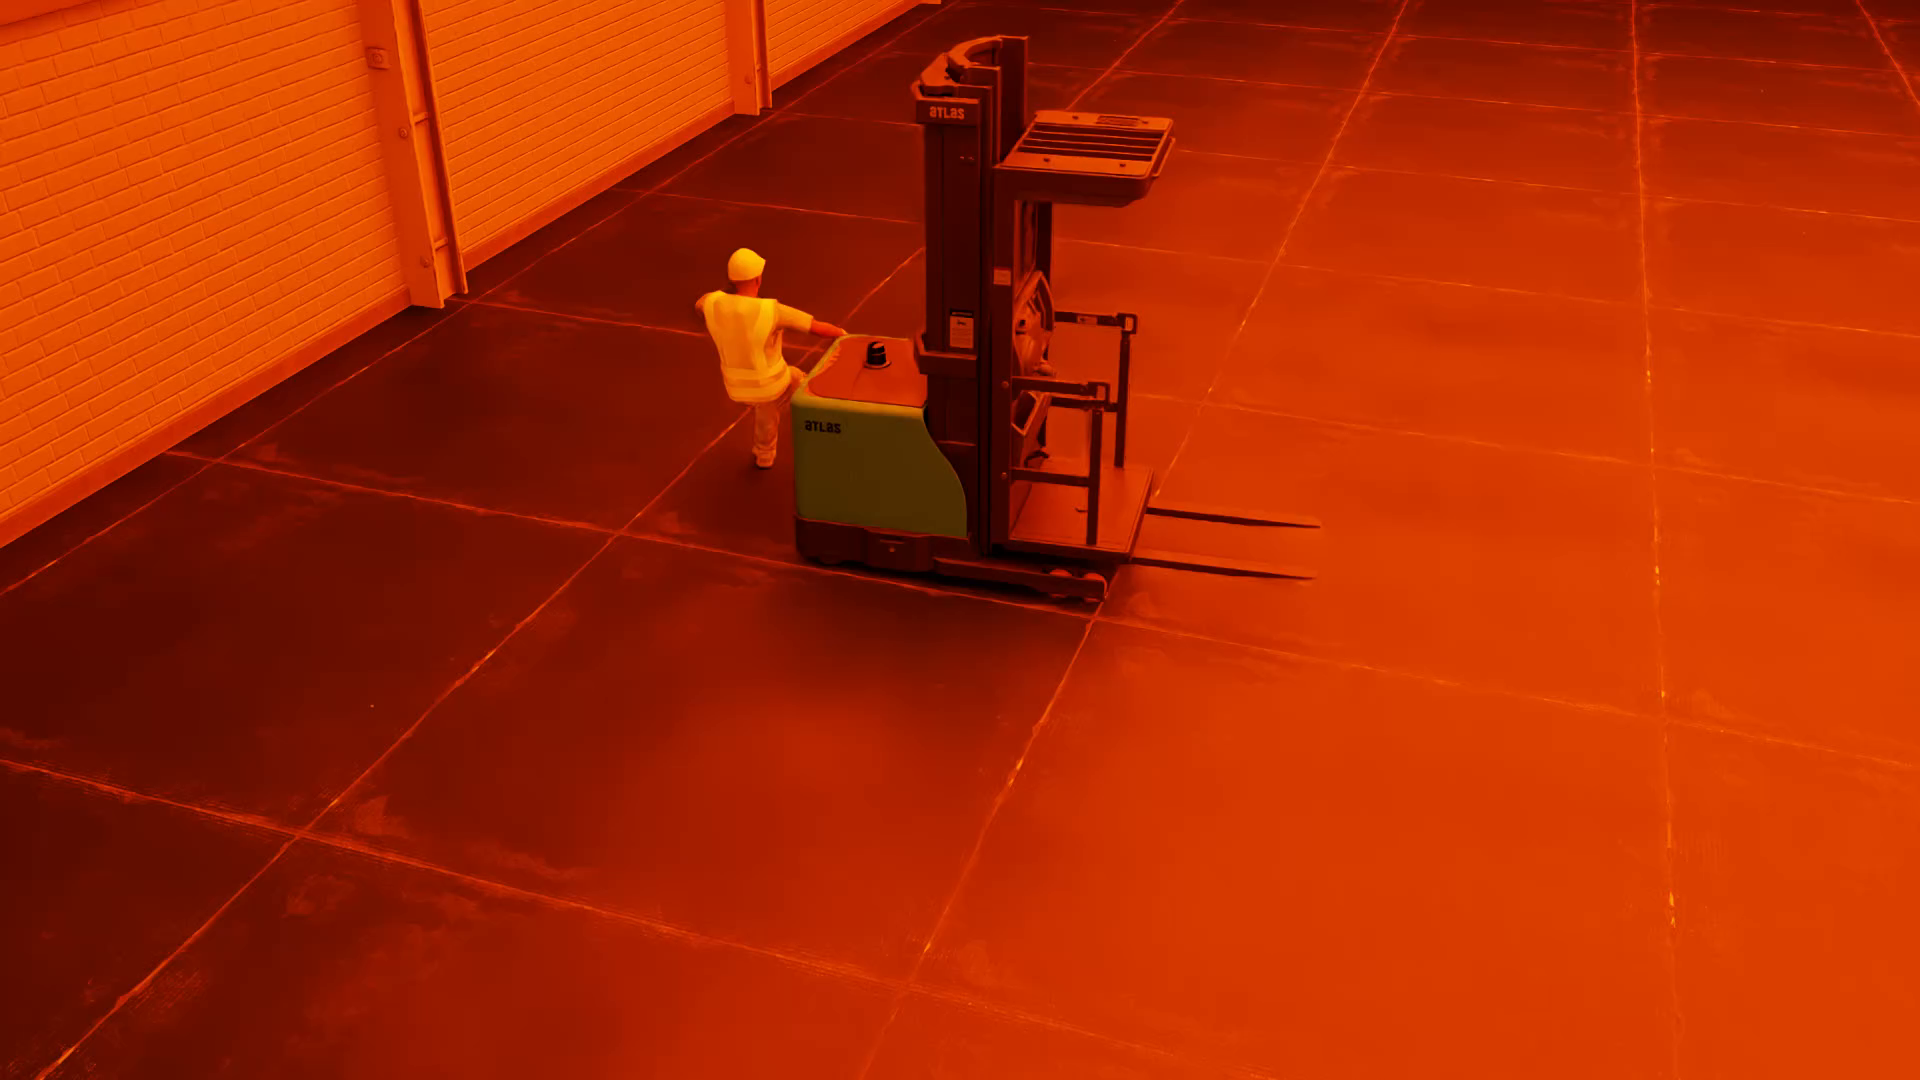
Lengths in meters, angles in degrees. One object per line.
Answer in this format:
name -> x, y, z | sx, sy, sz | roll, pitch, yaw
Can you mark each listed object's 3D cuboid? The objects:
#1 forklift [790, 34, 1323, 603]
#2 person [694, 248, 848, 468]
forklift -> 0.597, -1.206, 9.252 | 3.031, 2.935, 1.130 | 7, 30, 12
person -> -1.165, -1.101, 10.436 | 0.998, 1.625, 0.761 | 9, 31, 16
